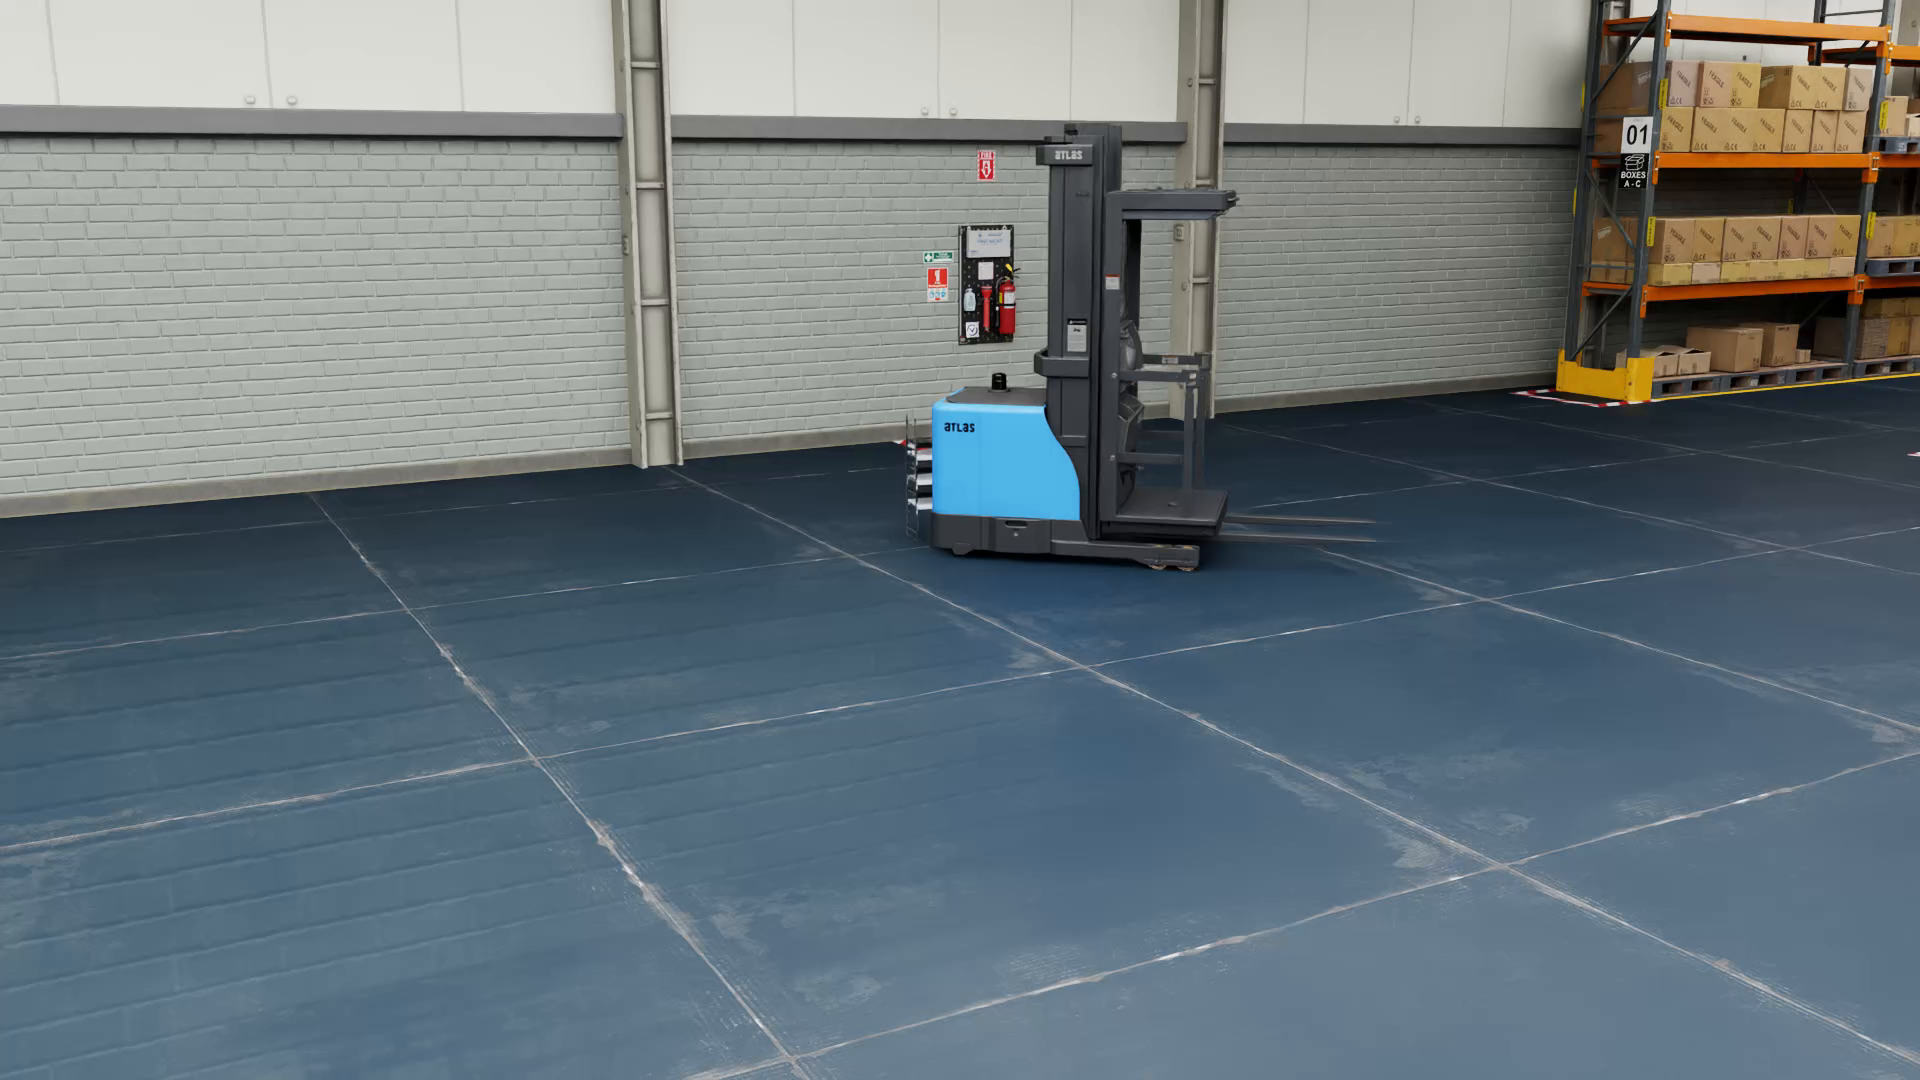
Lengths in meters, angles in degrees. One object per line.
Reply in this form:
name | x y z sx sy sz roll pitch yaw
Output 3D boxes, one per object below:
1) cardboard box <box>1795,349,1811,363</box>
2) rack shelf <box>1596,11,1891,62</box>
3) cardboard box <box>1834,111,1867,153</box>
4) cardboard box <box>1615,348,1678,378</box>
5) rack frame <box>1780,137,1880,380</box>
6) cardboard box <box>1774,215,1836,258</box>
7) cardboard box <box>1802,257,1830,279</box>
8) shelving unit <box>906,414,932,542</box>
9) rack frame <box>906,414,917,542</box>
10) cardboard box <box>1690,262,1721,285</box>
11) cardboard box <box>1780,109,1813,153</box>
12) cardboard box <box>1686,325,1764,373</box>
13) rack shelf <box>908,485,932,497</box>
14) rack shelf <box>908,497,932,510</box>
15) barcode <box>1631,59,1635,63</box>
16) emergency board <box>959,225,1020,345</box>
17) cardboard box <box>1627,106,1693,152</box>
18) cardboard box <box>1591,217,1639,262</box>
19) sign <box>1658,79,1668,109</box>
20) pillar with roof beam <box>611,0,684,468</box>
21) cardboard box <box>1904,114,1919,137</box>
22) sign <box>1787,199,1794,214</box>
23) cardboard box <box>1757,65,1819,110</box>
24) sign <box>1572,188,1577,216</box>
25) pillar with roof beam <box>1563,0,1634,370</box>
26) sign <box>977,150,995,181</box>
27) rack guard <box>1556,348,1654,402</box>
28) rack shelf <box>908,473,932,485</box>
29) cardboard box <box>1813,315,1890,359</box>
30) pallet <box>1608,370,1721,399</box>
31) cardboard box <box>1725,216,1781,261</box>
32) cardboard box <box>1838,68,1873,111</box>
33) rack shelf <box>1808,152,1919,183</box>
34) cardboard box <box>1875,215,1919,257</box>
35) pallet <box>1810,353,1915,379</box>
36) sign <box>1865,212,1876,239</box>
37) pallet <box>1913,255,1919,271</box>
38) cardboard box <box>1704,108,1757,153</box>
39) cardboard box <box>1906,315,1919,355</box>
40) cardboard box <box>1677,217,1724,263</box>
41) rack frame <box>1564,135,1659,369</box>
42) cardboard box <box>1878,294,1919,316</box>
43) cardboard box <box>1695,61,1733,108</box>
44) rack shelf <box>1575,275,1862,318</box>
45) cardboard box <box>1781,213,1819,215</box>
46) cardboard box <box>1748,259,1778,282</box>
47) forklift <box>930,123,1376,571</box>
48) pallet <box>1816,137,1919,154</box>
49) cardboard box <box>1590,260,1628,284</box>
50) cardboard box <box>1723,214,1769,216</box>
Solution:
cardboard box | 10.624 -2.371 21.266 0.250 0.166 0.380 -9 16 -35
rack shelf | 9.324 -5.965 19.765 4.000 0.370 1.077 -7 14 -28
cardboard box | 10.752 -5.022 20.487 0.500 0.500 0.500 -6 14 -26
cardboard box | 8.219 -2.139 19.902 0.500 0.311 0.500 -9 15 -34
rack frame | 11.079 -3.601 21.279 0.127 3.000 1.000 -7 14 -28
cardboard box | 10.377 -3.741 20.487 0.500 0.500 0.500 -7 14 -28
cardboard box | 10.367 -3.379 20.586 0.500 0.250 0.500 -7 14 -28
shelving unit | -0.257 -0.459 12.100 0.210 0.900 0.258 -4 13 -19
rack frame | -0.353 -0.452 12.067 0.006 0.900 0.240 -4 13 -19
cardboard box | 8.598 -3.164 19.634 0.500 0.250 0.500 -7 15 -30
cardboard box | 9.836 -4.906 19.972 0.500 0.500 0.500 -7 15 -30
cardboard box | 9.387 -2.358 20.448 0.500 0.500 0.700 -8 15 -31
rack shelf | -0.257 -0.339 12.127 0.200 0.077 0.258 -4 13 -19
rack shelf | -0.257 -0.251 12.147 0.200 0.077 0.258 -4 13 -19
barcode | 7.952 -5.644 19.653 0.075 0.075 0.001 -7 14 -28
emergency board | 0.315 -2.537 16.550 0.643 1.169 0.194 -7 14 -28
cardboard box | 7.982 -4.689 19.009 0.500 0.500 0.500 -6 14 -26
cardboard box | 7.880 -3.573 19.743 0.500 0.500 0.500 -7 14 -28
sign | 7.828 -4.966 18.519 0.005 0.325 0.100 -7 14 -28
pillar with roof beam | -0.702 -4.255 10.522 0.400 9.000 9.100 -7 14 -28
cardboard box | 12.138 -5.333 21.388 0.500 0.311 0.500 -6 14 -26
sign | 10.810 -4.273 21.625 0.005 0.325 0.100 -7 14 -28
cardboard box | 9.840 -5.389 19.842 0.500 0.500 0.500 -7 15 -30
sign | 7.320 -4.008 19.732 0.005 0.325 0.100 -7 14 -28
pillar with roof beam | 9.831 -5.518 16.132 0.400 9.000 9.100 -7 14 -28
sign | 0.260 -3.686 16.377 0.199 0.298 0.001 -7 14 -28
rack guard | 7.635 -1.969 19.719 0.348 0.500 1.175 -7 14 -28
rack shelf | -0.257 -0.427 12.107 0.200 0.077 0.258 -4 13 -19
cardboard box | 11.717 -2.677 21.863 0.500 0.500 0.700 -6 14 -26
pallet | 8.365 -1.907 20.100 1.213 0.211 1.003 -7 14 -28
cardboard box | 9.474 -3.635 20.017 0.500 0.500 0.500 -6 14 -26
cardboard box | 10.769 -5.506 20.360 0.500 0.500 0.500 -8 15 -33
rack shelf | 12.835 -4.924 21.963 4.000 0.370 1.077 -7 14 -28
cardboard box | 12.036 -3.969 21.683 0.500 0.500 0.700 -5 14 -22
pallet | 11.762 -2.323 21.950 1.213 0.211 1.003 -7 14 -28
sign | 11.346 -3.920 20.723 0.005 0.325 0.100 -7 14 -28
pallet | 12.872 -3.712 22.209 1.213 0.211 1.003 -7 14 -28
cardboard box | 8.924 -4.794 19.475 0.500 0.500 0.500 -6 14 -25
cardboard box | 12.614 -2.787 22.352 0.500 0.500 0.700 -7 14 -27
cardboard box | 8.570 -3.525 19.529 0.500 0.500 0.500 -7 14 -28
rack frame | 7.568 -3.180 19.409 0.127 3.000 1.000 -7 14 -28
cardboard box | 12.557 -3.145 22.236 0.500 0.250 0.500 -7 15 -29
cardboard box | 8.487 -5.227 19.120 0.500 0.500 0.500 -7 14 -29
rack shelf | 9.324 -3.040 20.423 4.000 0.370 1.077 -7 14 -28
cardboard box | 10.567 -3.894 21.170 0.500 0.500 0.500 -7 15 -29
cardboard box | 9.492 -3.270 20.102 0.500 0.250 0.500 -7 14 -27
forklift | 1.364 -1.348 11.423 3.031 2.935 1.130 3 13 13
pallet | 11.672 -5.017 21.167 1.003 0.211 1.213 -7 14 -28
cardboard box | 7.886 -3.203 19.808 0.500 0.250 0.500 -7 14 -27
cardboard box | 9.671 -3.789 20.703 0.500 0.500 0.500 -6 14 -26
